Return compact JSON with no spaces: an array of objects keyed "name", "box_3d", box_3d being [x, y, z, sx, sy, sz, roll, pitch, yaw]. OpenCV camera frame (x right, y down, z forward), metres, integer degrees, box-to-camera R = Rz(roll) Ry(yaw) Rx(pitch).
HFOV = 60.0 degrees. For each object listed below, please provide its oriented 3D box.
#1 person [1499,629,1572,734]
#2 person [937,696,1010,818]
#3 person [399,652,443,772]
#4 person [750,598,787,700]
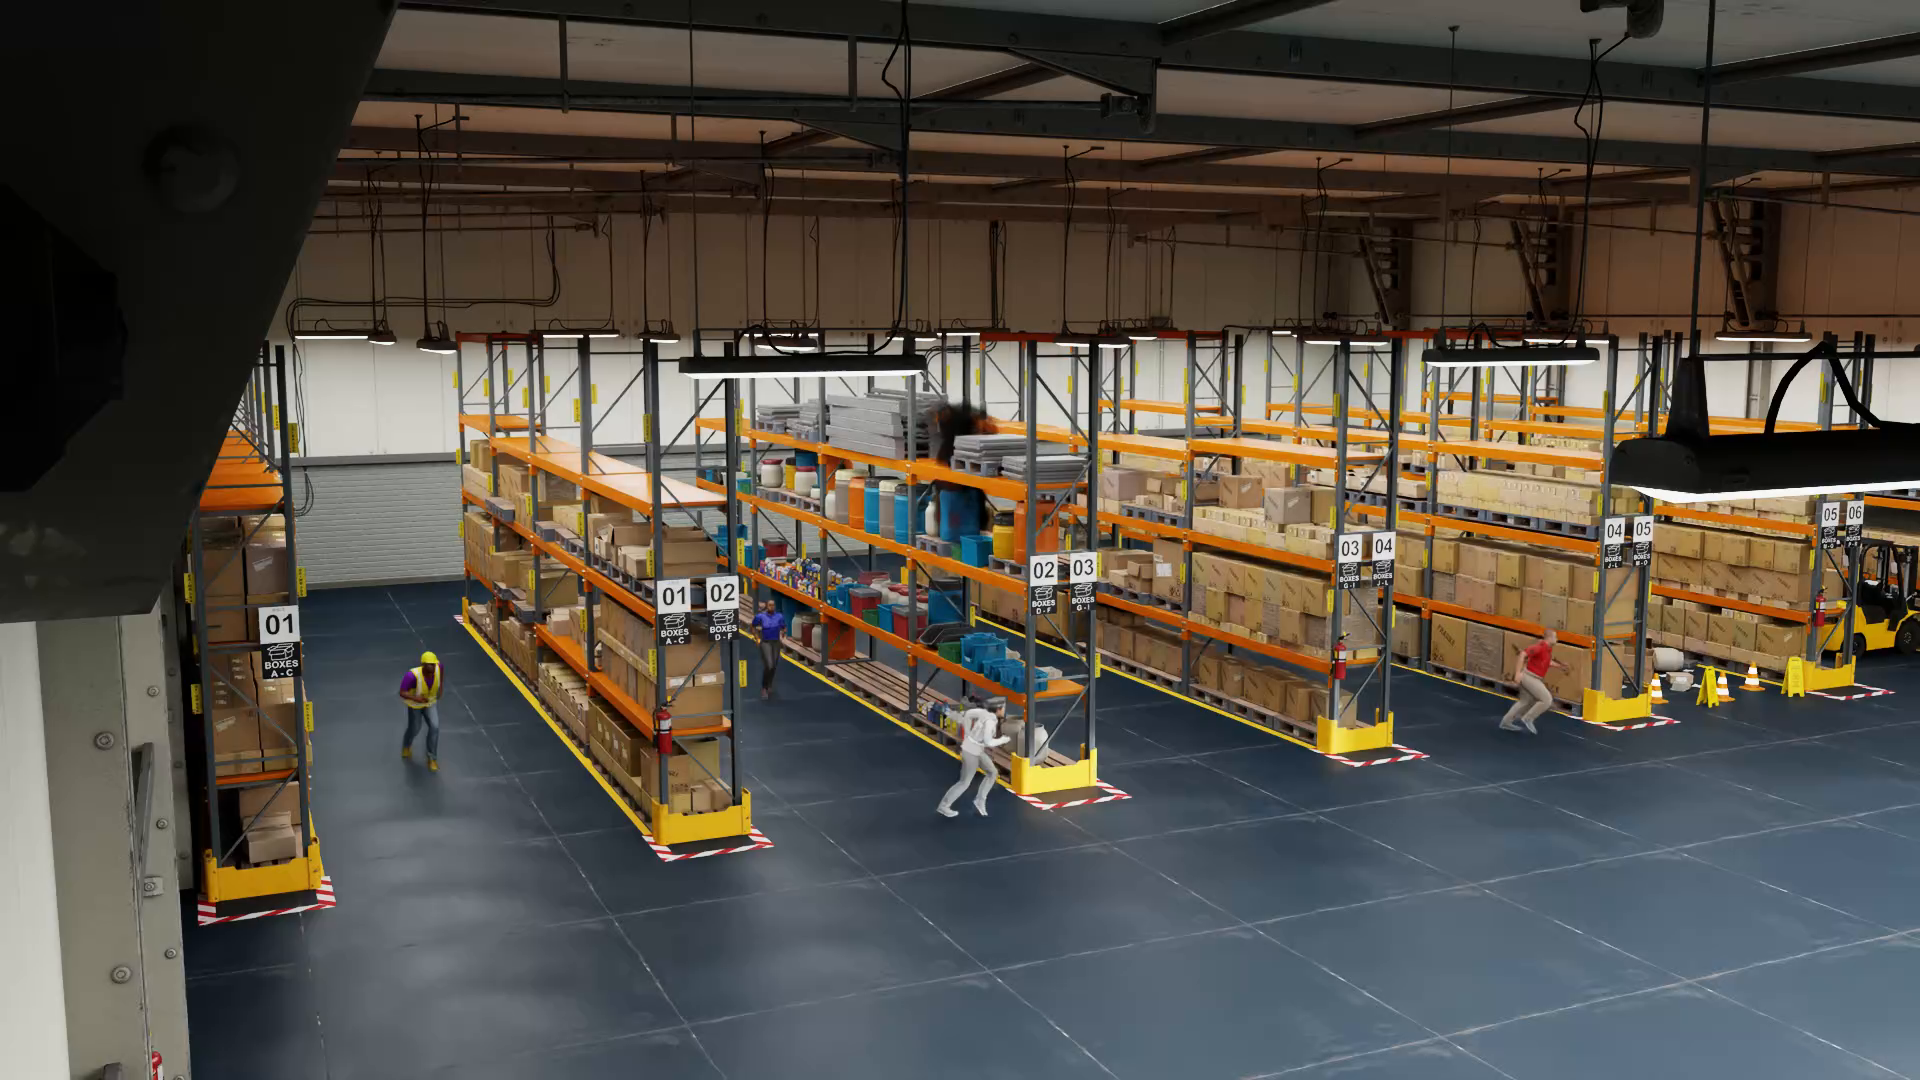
[{"name":"person","box_3d":[8.740,2.130,25.235,0.990,1.594,0.677,3,8,23]},{"name":"person","box_3d":[0.163,2.761,21.033,0.939,1.576,0.651,-1,8,-8]},{"name":"person","box_3d":[-7.616,2.372,23.450,0.736,1.718,1.038,-7,11,-44]},{"name":"person","box_3d":[-3.144,1.808,27.683,0.570,1.677,0.725,-4,9,-27]}]
